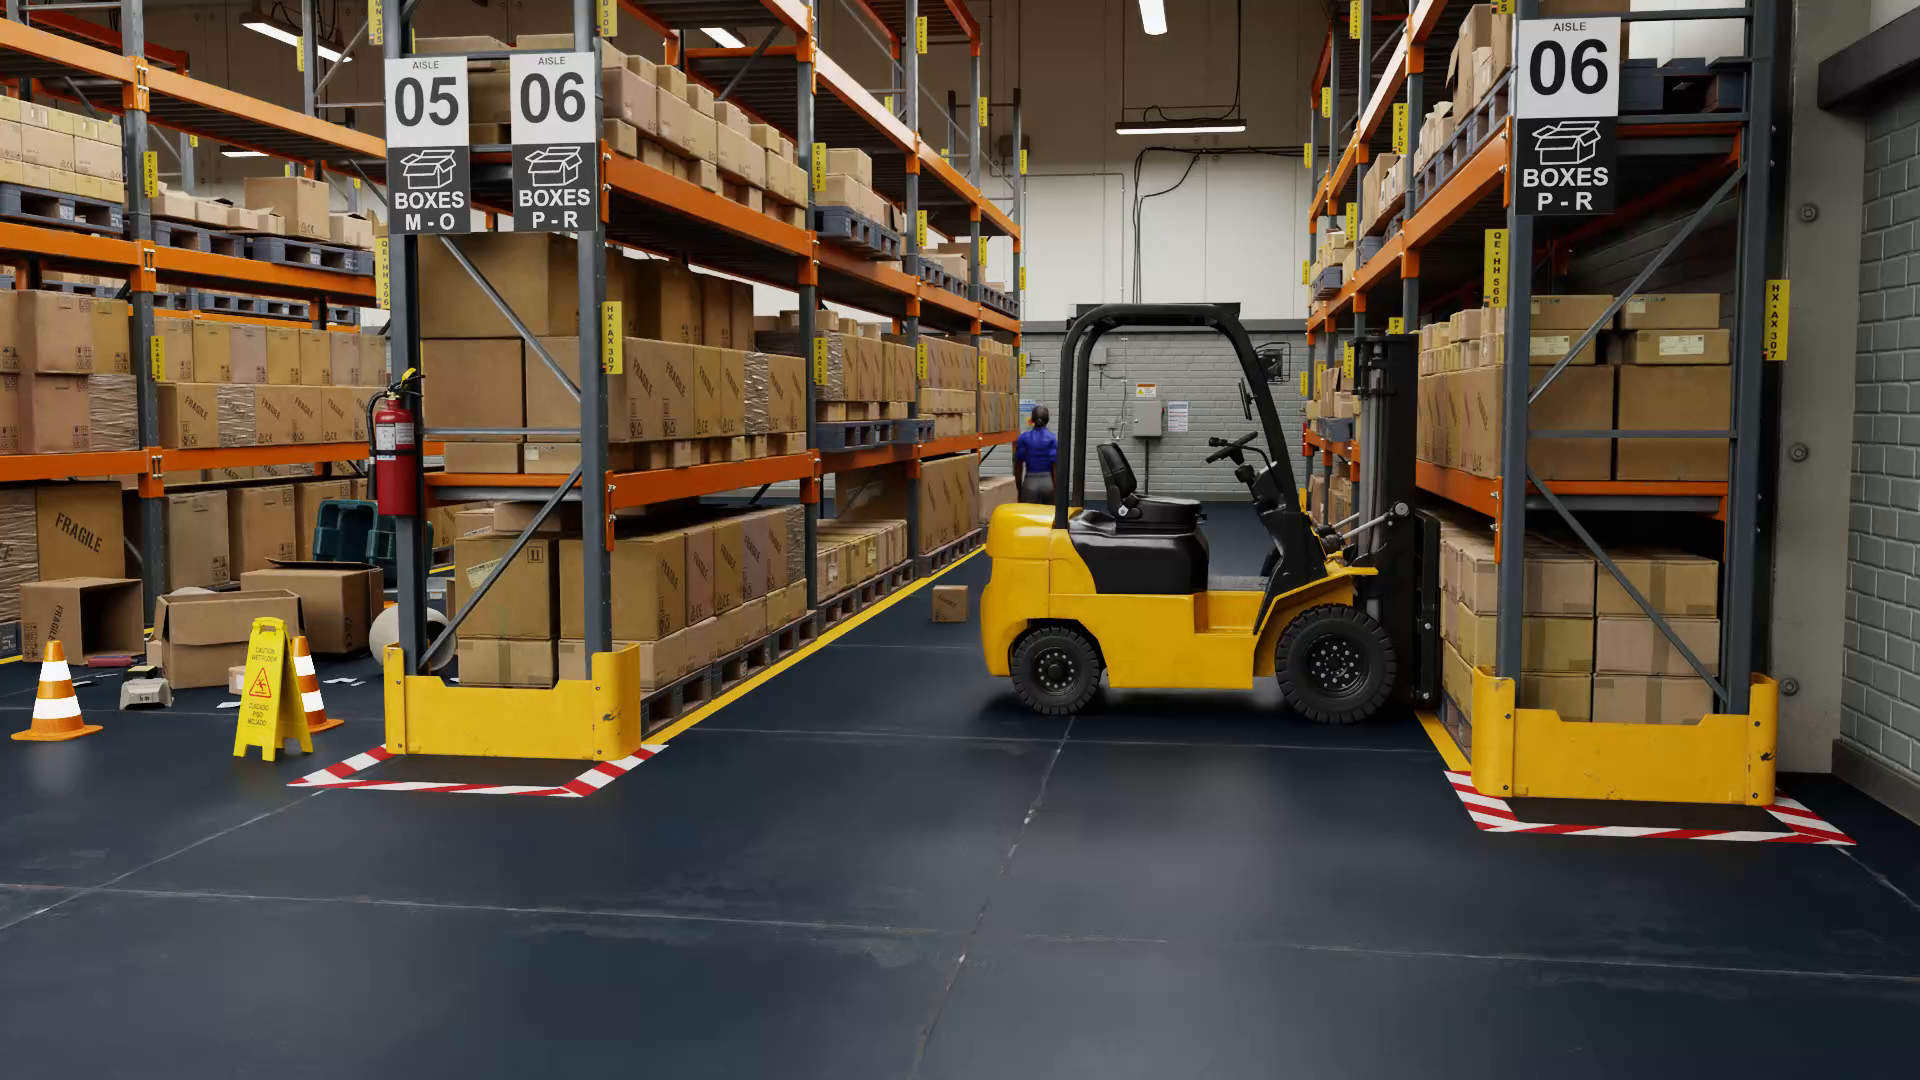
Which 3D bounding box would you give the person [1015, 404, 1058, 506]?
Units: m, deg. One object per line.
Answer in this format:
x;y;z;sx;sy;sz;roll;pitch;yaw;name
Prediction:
0.728;-0.463;15.624;0.449;1.617;0.835;1;5;10;person
